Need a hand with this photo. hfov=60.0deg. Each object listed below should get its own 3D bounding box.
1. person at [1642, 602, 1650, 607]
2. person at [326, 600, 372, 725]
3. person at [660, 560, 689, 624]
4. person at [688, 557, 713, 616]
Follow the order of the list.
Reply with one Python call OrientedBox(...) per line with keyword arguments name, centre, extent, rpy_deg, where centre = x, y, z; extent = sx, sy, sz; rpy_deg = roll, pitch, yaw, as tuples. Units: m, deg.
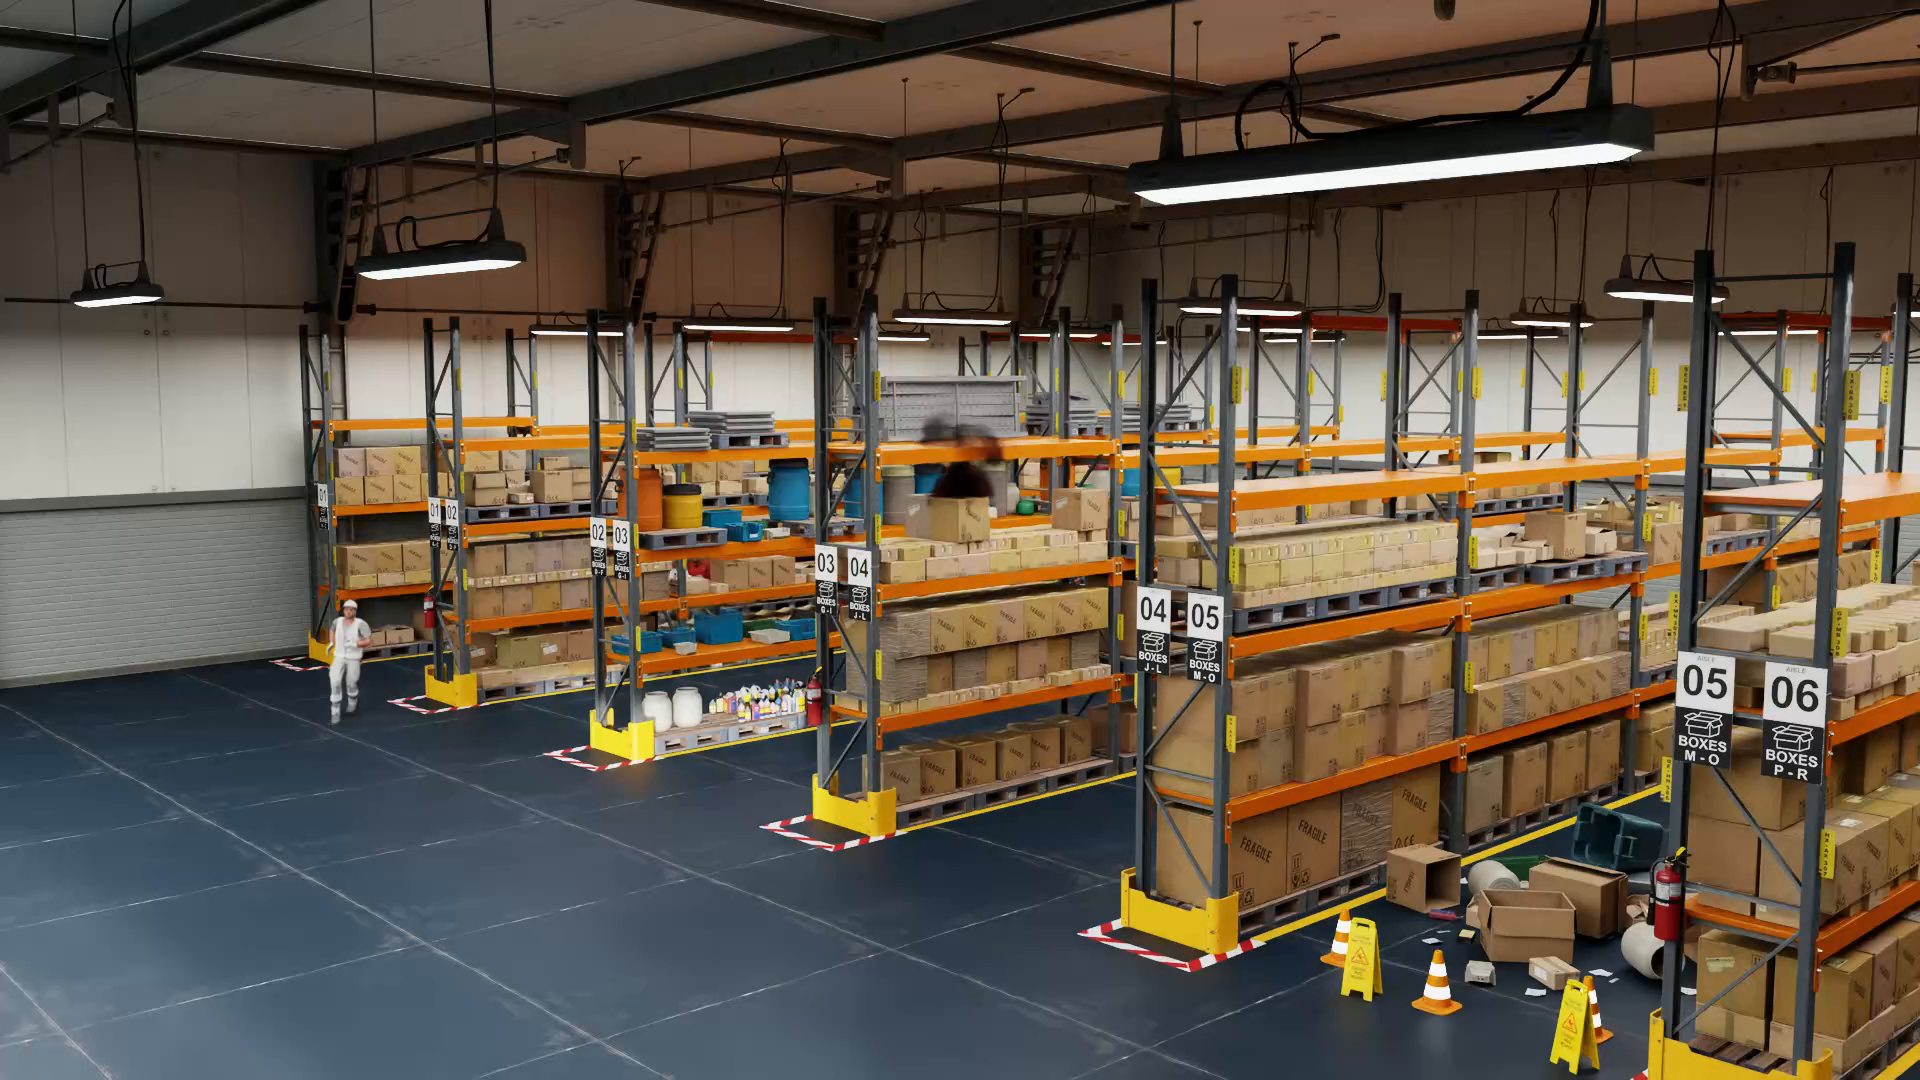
OrientedBox(name="person", centre=(10.412, 1.758, 25.468), extent=(0.609, 1.669, 0.590), rpy_deg=(-4, 7, -36))
OrientedBox(name="person", centre=(-9.096, 1.792, 24.783), extent=(0.676, 1.832, 0.868), rpy_deg=(-1, 6, -6))
OrientedBox(name="person", centre=(-5.299, 1.158, 31.154), extent=(0.638, 1.847, 0.794), rpy_deg=(4, 7, 34))
OrientedBox(name="person", centre=(-4.989, 1.062, 32.126), extent=(0.608, 1.767, 0.909), rpy_deg=(5, 8, 42))
